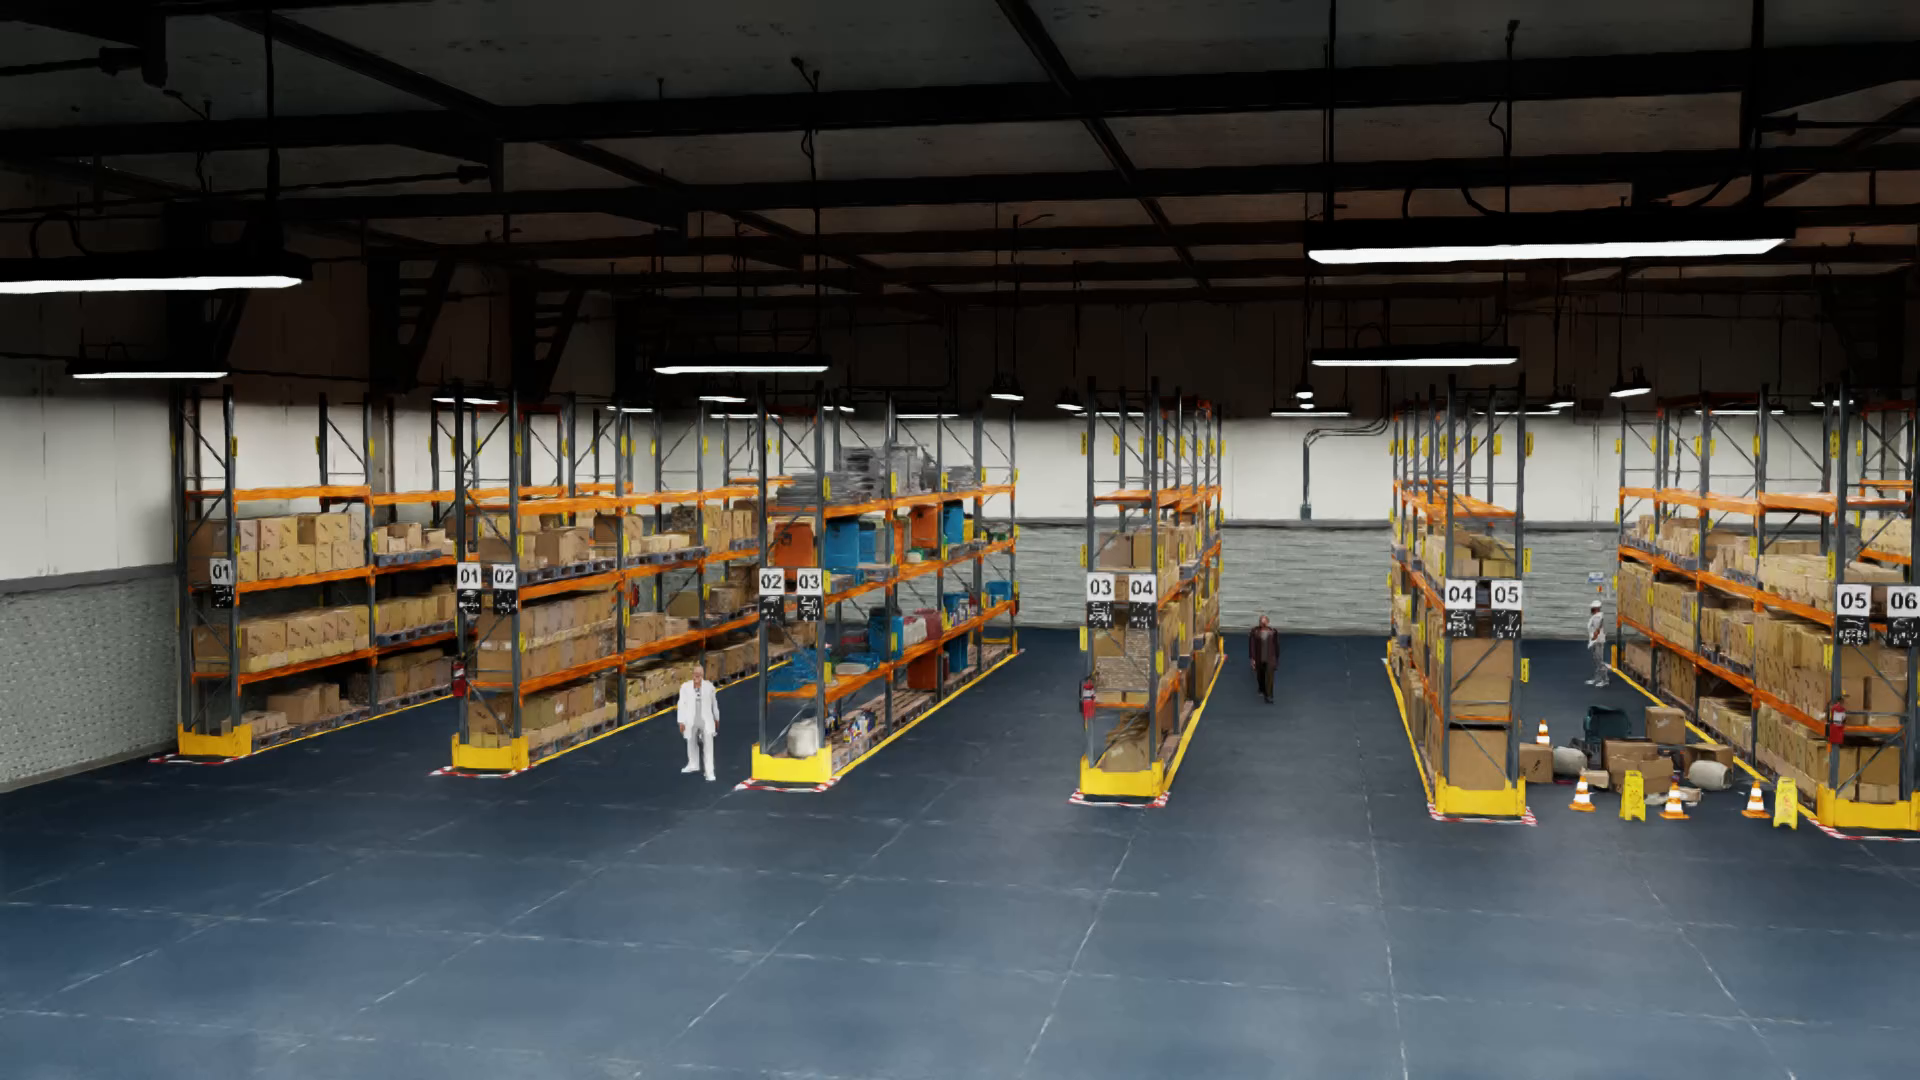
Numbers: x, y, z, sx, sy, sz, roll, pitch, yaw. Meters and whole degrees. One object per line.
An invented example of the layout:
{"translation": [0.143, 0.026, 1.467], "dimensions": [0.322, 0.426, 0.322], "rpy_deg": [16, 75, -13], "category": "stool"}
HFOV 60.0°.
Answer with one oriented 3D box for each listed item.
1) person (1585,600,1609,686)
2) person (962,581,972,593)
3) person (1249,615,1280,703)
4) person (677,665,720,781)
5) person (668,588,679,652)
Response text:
{"translation": [13.386, 2.159, 34.908], "dimensions": [0.473, 1.812, 0.582], "rpy_deg": [1, 3, 21], "category": "person"}
{"translation": [0.177, 1.840, 41.704], "dimensions": [0.517, 1.626, 0.850], "rpy_deg": [3, 4, 42], "category": "person"}
{"translation": [5.969, 2.306, 32.667], "dimensions": [0.598, 1.698, 1.193], "rpy_deg": [1, 3, 15], "category": "person"}
{"translation": [-3.938, 2.738, 25.071], "dimensions": [0.635, 1.734, 1.038], "rpy_deg": [0, 3, -7], "category": "person"}
{"translation": [-6.807, 1.954, 40.374], "dimensions": [0.625, 1.596, 0.510], "rpy_deg": [1, 3, 10], "category": "person"}
